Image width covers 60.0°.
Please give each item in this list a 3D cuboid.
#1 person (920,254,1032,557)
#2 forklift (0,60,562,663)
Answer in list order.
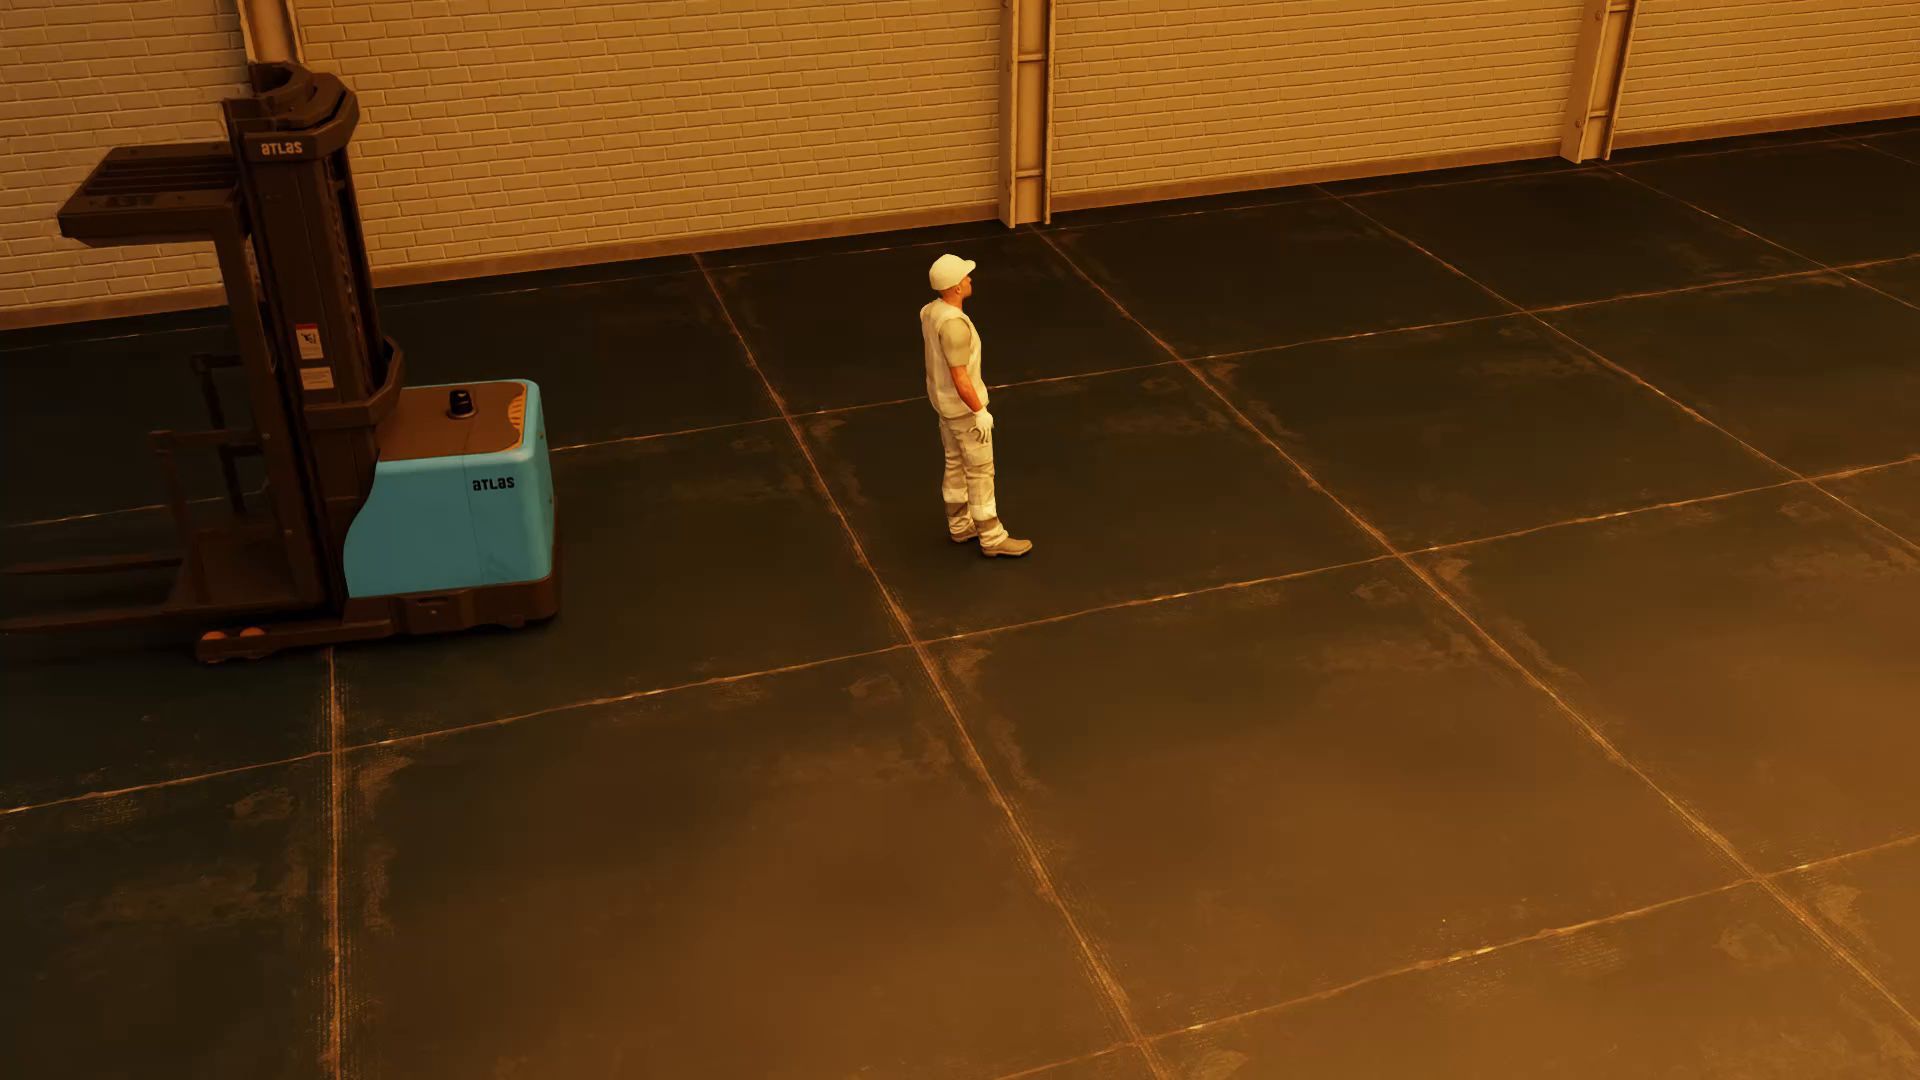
[{"bbox_3d":[0.080,-0.789,9.589,0.562,1.790,0.637,-10,31,-16],"label":"person"},{"bbox_3d":[-3.794,-0.899,8.649,3.031,2.935,1.130,-5,30,-9],"label":"forklift"}]
